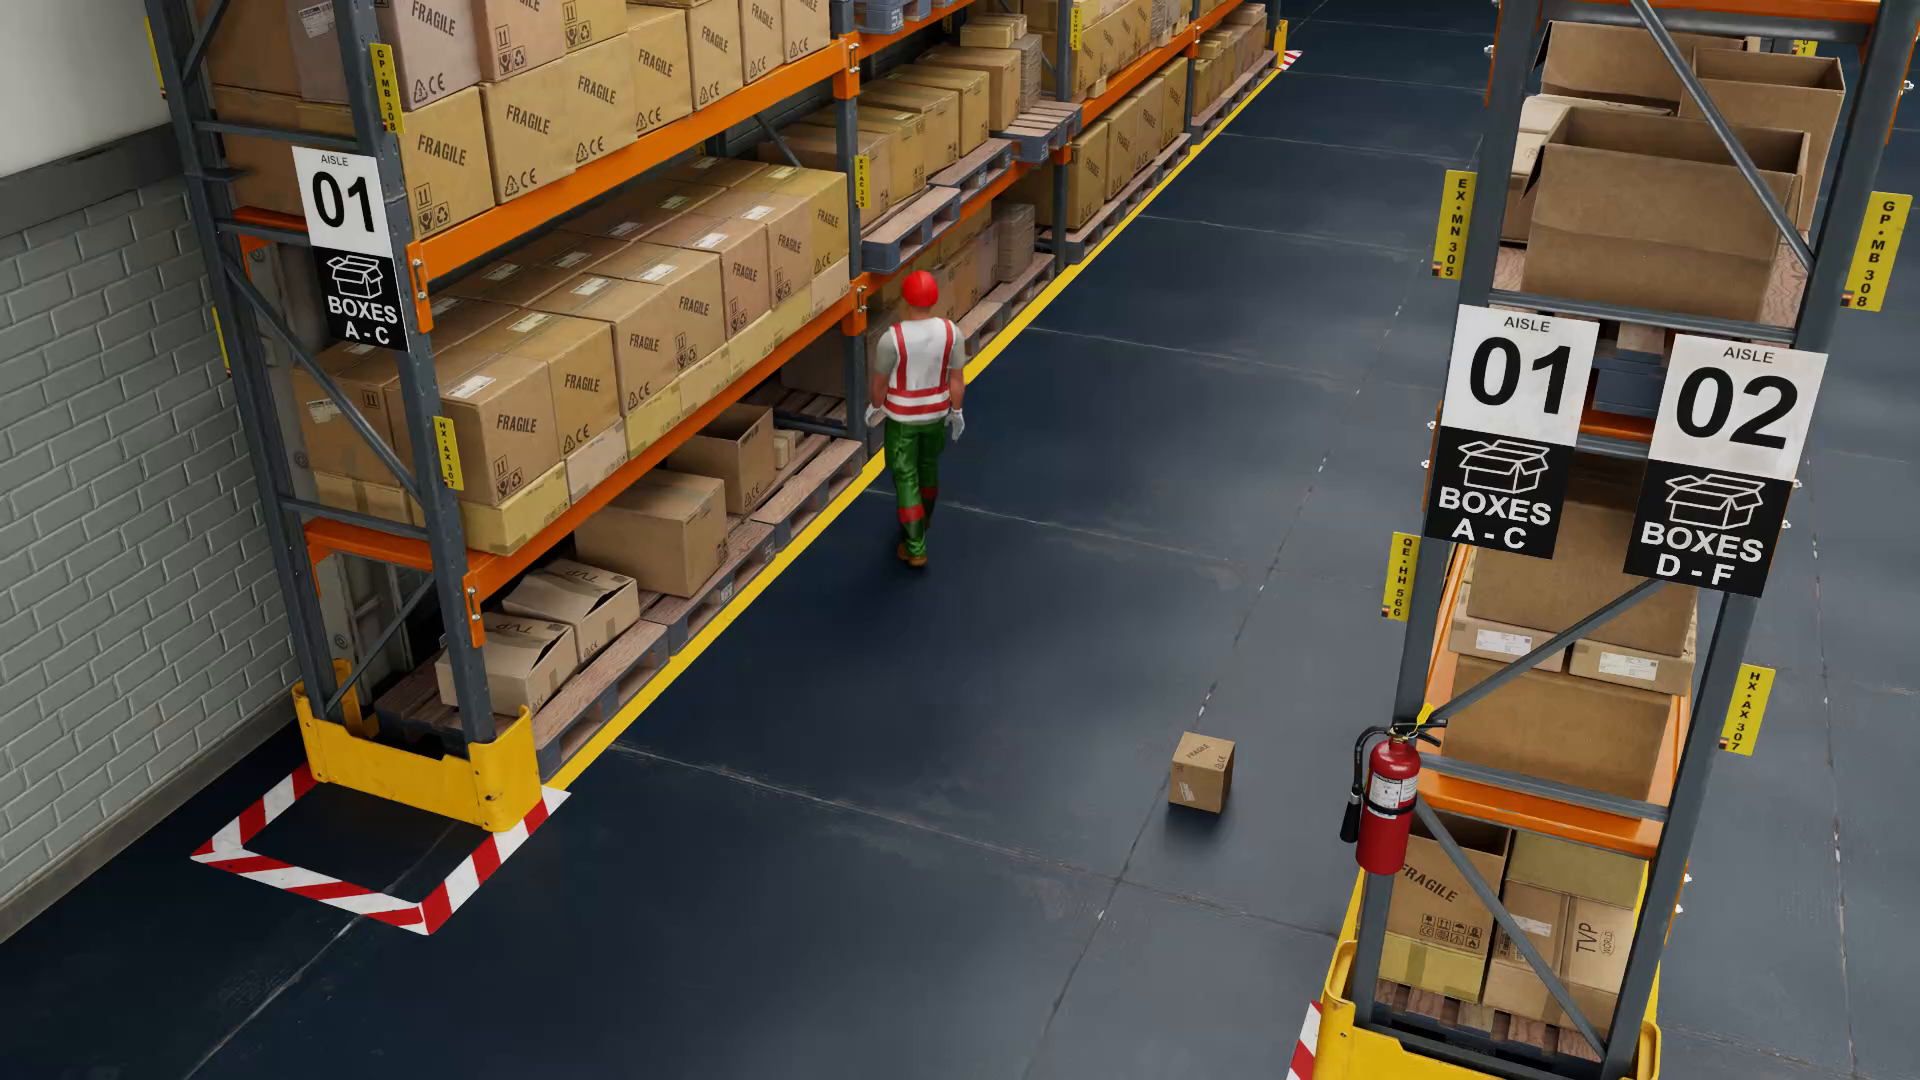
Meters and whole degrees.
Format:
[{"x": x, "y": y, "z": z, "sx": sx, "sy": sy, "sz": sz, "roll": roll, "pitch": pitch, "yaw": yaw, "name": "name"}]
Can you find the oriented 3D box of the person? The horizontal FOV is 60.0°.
[{"x": -0.286, "y": -0.774, "z": 9.773, "sx": 0.544, "sy": 1.779, "sz": 0.755, "roll": -11, "pitch": 31, "yaw": -19, "name": "person"}]
